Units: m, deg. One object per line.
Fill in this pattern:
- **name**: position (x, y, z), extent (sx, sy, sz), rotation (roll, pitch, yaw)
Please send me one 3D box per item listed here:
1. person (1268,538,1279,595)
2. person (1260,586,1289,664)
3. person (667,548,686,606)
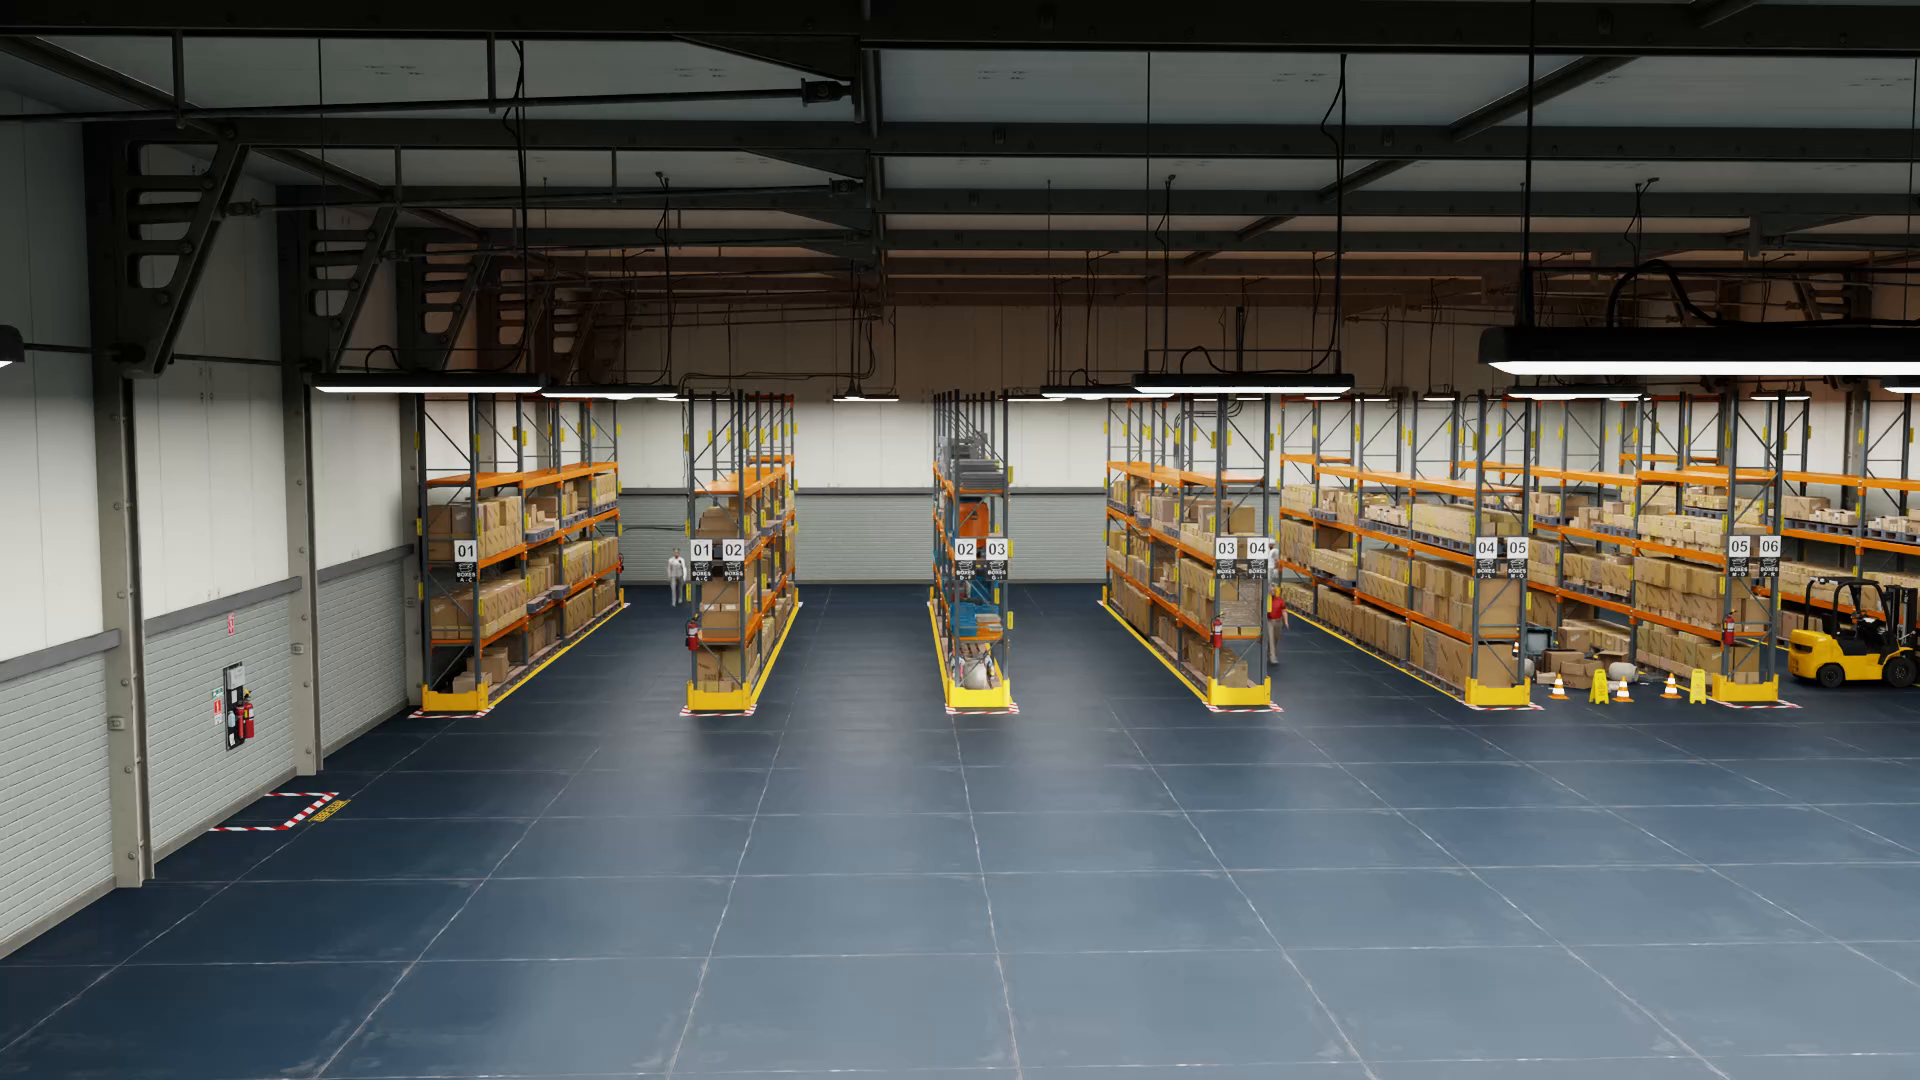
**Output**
- **person**: position (9.138, 0.837, 48.805), extent (0.611, 1.776, 0.567), rotation (-2, 5, -19)
- **person**: position (6.959, 1.864, 36.770), extent (0.563, 1.673, 1.001), rotation (-1, 5, -7)
- **person**: position (-8.056, 1.034, 47.290), extent (0.550, 1.620, 1.034), rotation (0, 5, -5)
